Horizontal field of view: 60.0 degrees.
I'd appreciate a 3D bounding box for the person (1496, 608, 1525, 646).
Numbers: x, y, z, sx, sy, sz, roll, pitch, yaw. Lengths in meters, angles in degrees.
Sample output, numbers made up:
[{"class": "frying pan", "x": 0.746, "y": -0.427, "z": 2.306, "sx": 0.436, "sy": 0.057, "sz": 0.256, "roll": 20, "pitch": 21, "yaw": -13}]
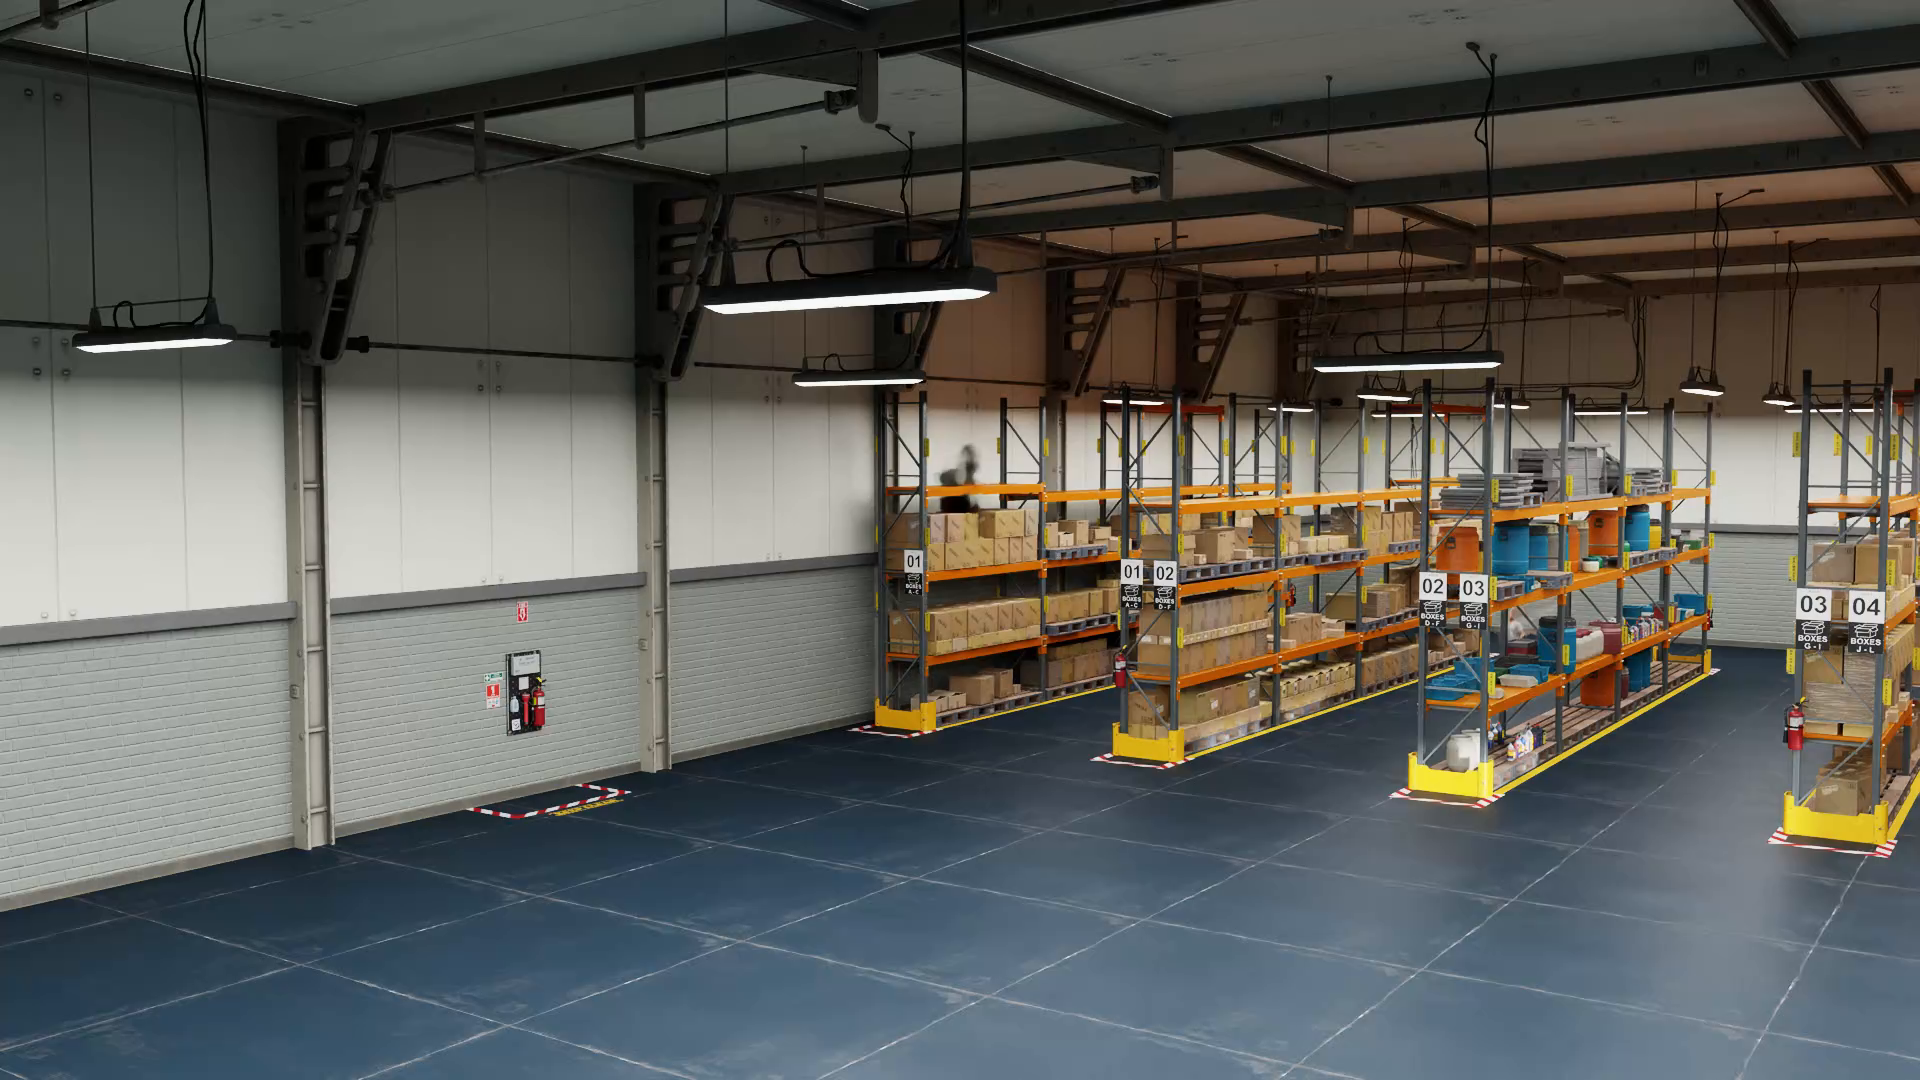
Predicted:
[{"class": "person", "x": 11.473, "y": 2.248, "z": 34.785, "sx": 0.555, "sy": 1.626, "sz": 0.545, "roll": 2, "pitch": 4, "yaw": 30}]
